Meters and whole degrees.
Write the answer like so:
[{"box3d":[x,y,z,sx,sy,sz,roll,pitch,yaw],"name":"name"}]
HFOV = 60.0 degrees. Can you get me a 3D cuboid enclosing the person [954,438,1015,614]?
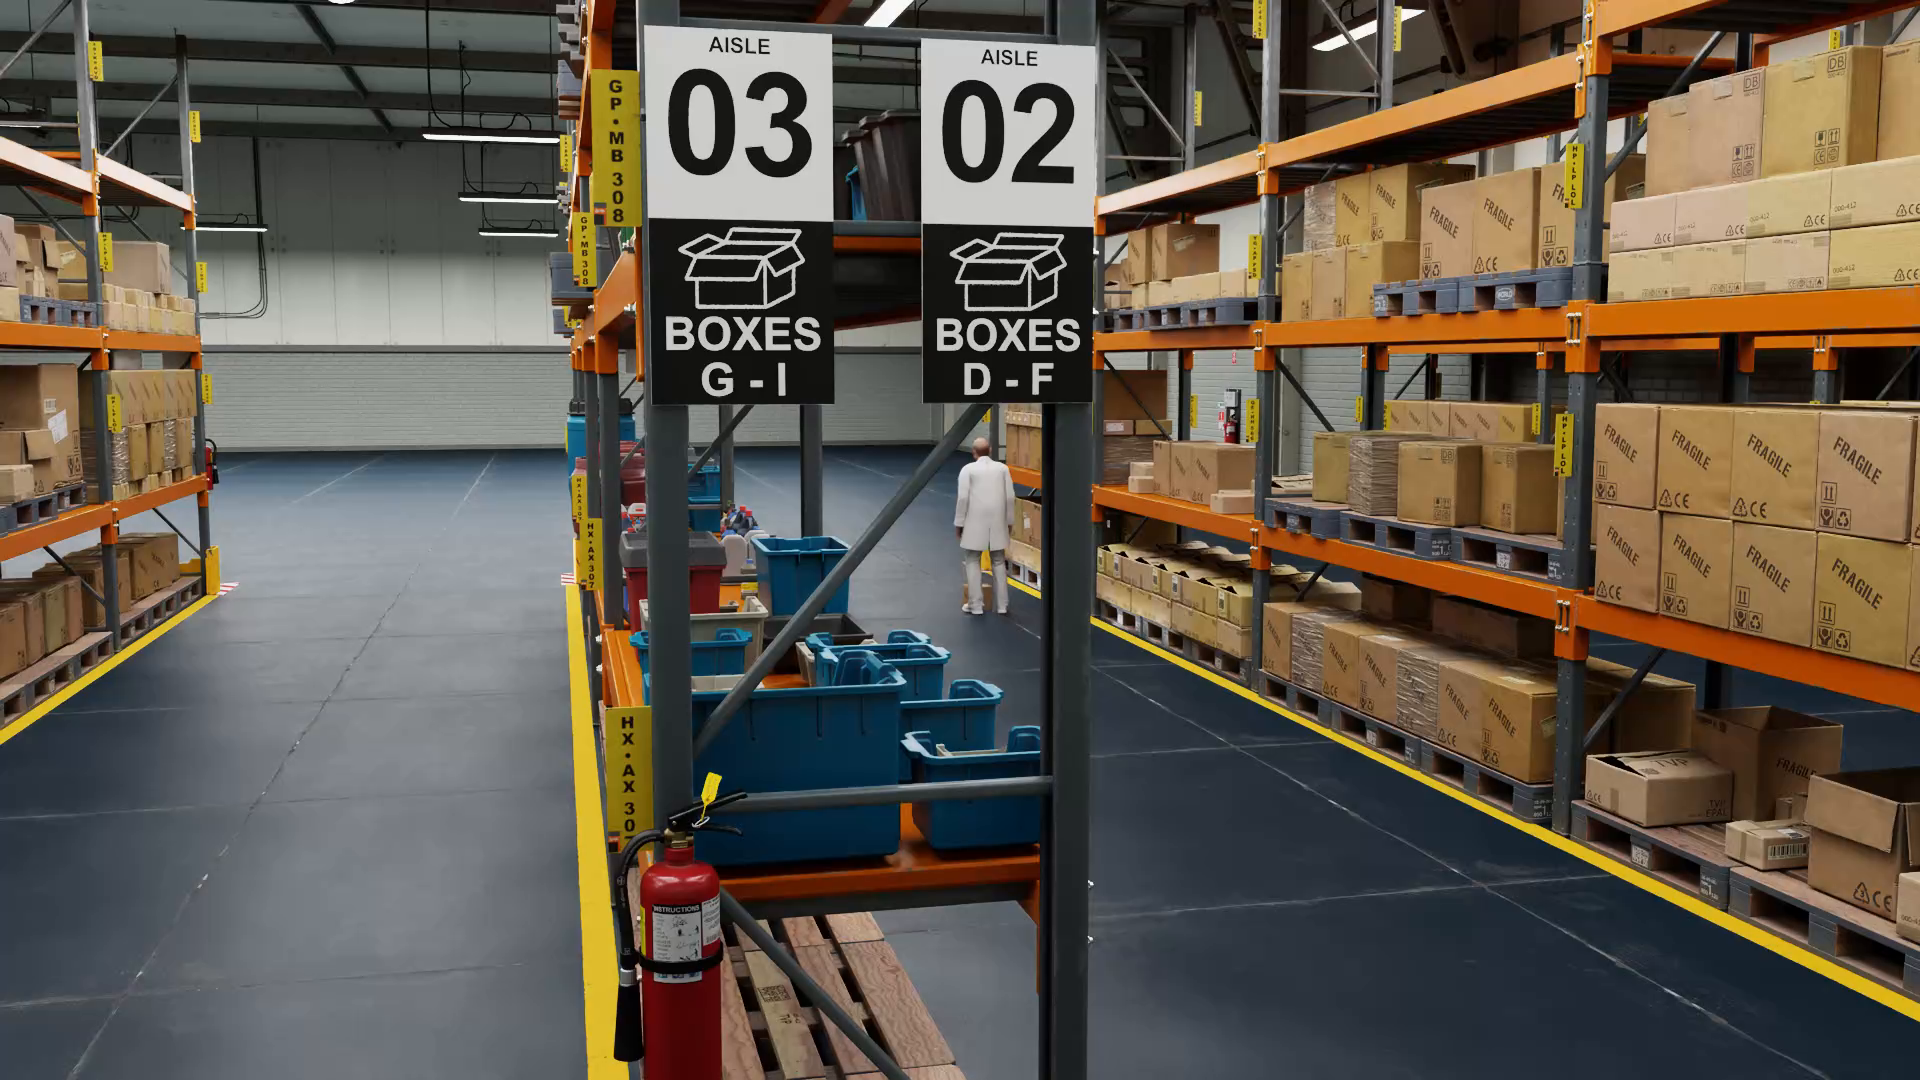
[{"box3d":[0.247,-0.144,16.768,0.642,1.772,0.428,-2,6,-16],"name":"person"}]
